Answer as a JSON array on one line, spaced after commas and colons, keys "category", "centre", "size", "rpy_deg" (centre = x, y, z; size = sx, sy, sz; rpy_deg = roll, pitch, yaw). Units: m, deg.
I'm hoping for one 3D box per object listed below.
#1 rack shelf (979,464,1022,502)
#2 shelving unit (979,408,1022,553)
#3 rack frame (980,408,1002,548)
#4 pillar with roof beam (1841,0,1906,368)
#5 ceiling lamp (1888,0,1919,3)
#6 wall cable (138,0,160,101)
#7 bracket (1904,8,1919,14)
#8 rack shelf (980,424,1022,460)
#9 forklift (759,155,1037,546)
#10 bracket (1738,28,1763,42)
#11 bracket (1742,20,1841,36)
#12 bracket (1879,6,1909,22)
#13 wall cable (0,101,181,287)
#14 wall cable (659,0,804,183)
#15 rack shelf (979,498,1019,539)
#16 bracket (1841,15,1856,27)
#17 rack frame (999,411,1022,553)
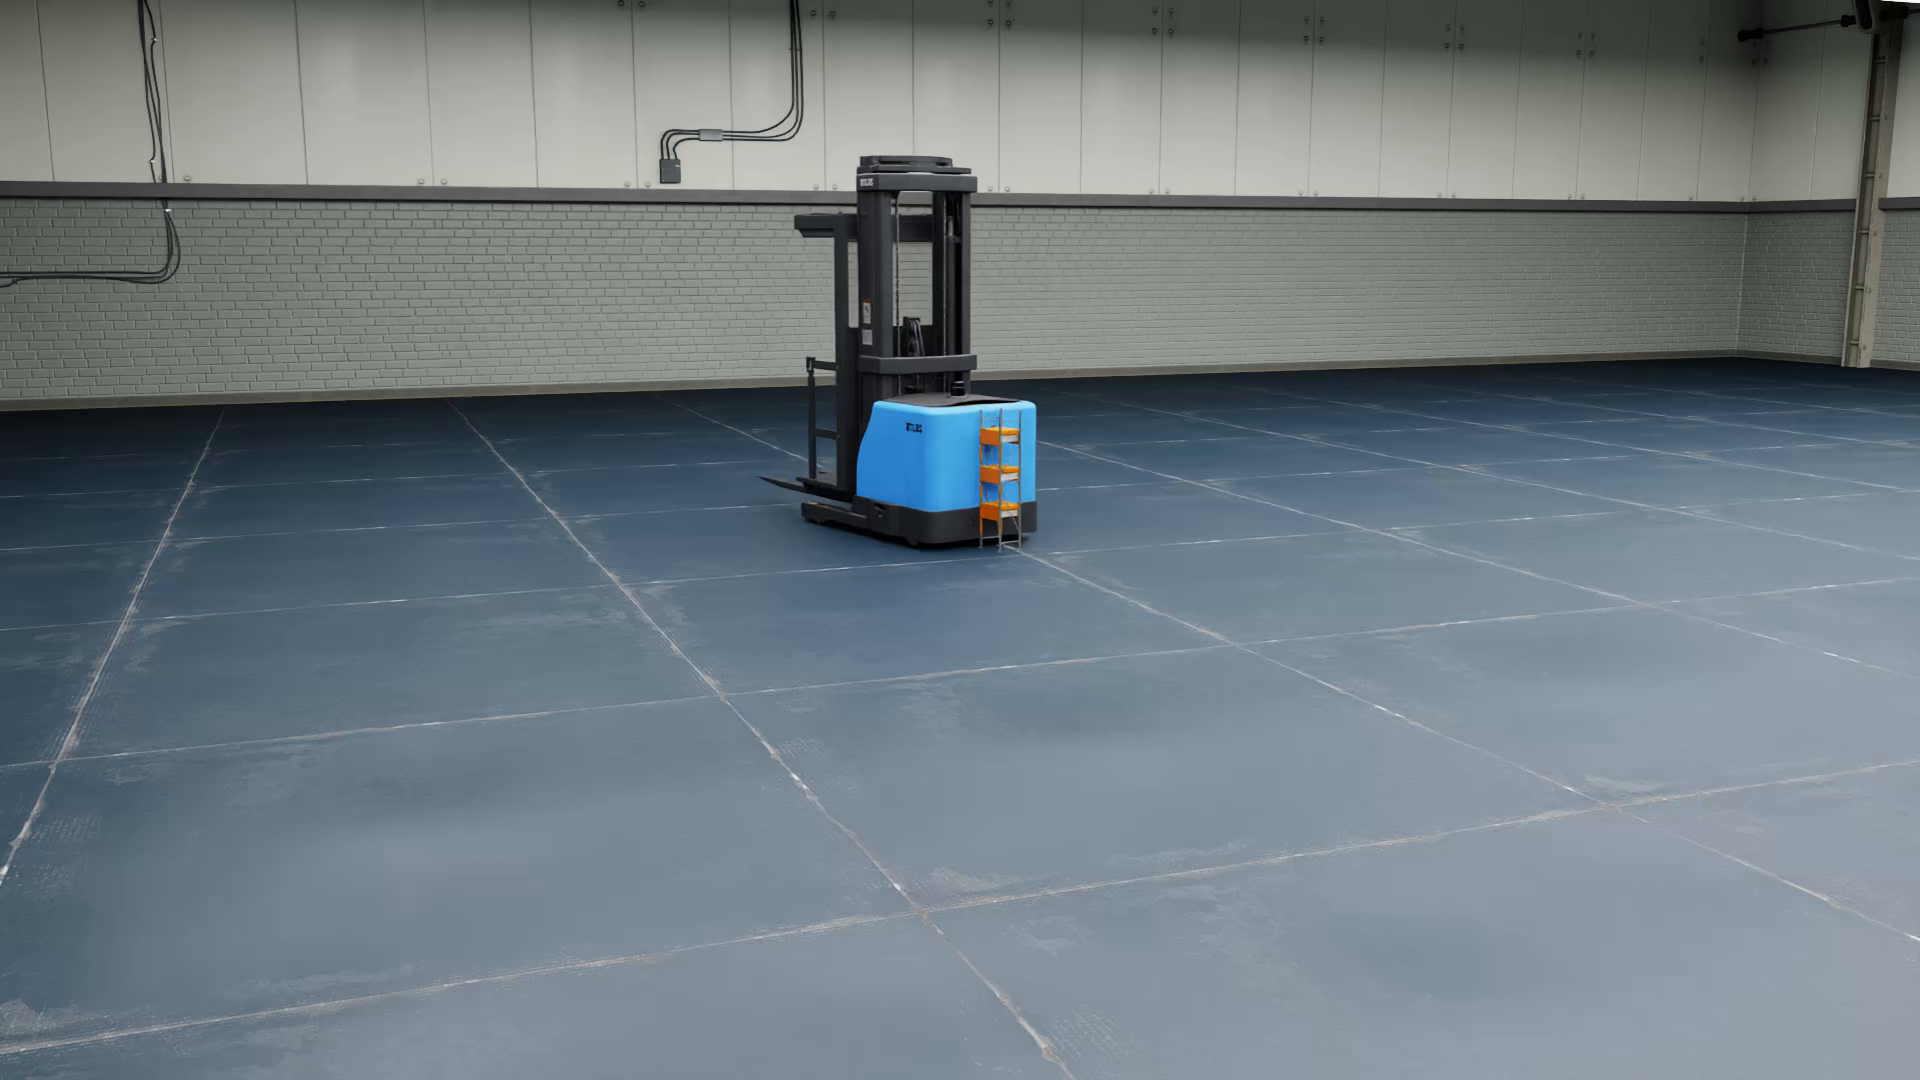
[{"category": "rack shelf", "centre": [0.302, -0.437, 12.440], "size": [0.215, 0.259, 0.240], "rpy_deg": [-7, 12, -34]}, {"category": "shelving unit", "centre": [0.302, -0.448, 12.439], "size": [0.215, 1.050, 0.252], "rpy_deg": [-7, 12, -34]}, {"category": "rack frame", "centre": [0.232, -0.465, 12.537], "size": [0.200, 1.050, 0.008], "rpy_deg": [-7, 12, -34]}, {"category": "pillar with roof beam", "centre": [12.806, -7.412, 28.895], "size": [9.100, 9.000, 0.548], "rpy_deg": [-4, 11, -21]}, {"category": "ceiling lamp", "centre": [13.595, -9.634, 24.601], "size": [2.000, 3.144, 0.800], "rpy_deg": [-4, 11, -21]}, {"category": "wall cable", "centre": [-9.855, -7.381, 23.163], "size": [3.097, 2.526, 0.112], "rpy_deg": [-4, 11, -21]}, {"category": "bracket", "centre": [17.571, -8.947, 27.244], "size": [0.076, 0.066, 4.783], "rpy_deg": [-4, 11, -21]}, {"category": "rack shelf", "centre": [0.302, -0.717, 12.391], "size": [0.215, 0.259, 0.240], "rpy_deg": [-7, 12, -34]}, {"category": "forklift", "centre": [-0.657, -1.608, 13.589], "size": [1.130, 2.935, 3.031], "rpy_deg": [-7, 12, -34]}, {"category": "bracket", "centre": [15.478, -9.890, 32.545], "size": [0.235, 0.232, 0.430], "rpy_deg": [-4, 11, -21]}, {"category": "bracket", "centre": [15.692, -9.793, 32.003], "size": [0.076, 0.066, 3.189], "rpy_deg": [-4, 11, -21]}, {"category": "bracket", "centre": [16.638, -9.367, 29.608], "size": [0.235, 0.232, 0.430], "rpy_deg": [-4, 11, -21]}, {"category": "wall cable", "centre": [-12.376, -4.722, 22.640], "size": [3.097, 2.526, 0.112], "rpy_deg": [-4, 11, -21]}, {"category": "wall cable", "centre": [-3.522, -8.525, 25.443], "size": [2.305, 6.003, 0.169], "rpy_deg": [-4, 11, -21]}, {"category": "rack shelf", "centre": [0.302, -0.164, 12.489], "size": [0.215, 0.259, 0.240], "rpy_deg": [-7, 12, -34]}, {"category": "bracket", "centre": [16.337, -9.503, 30.370], "size": [0.235, 0.232, 0.430], "rpy_deg": [-4, 11, -21]}, {"category": "rack frame", "centre": [0.372, -0.430, 12.340], "size": [0.200, 1.050, 0.008], "rpy_deg": [-7, 12, -34]}]
